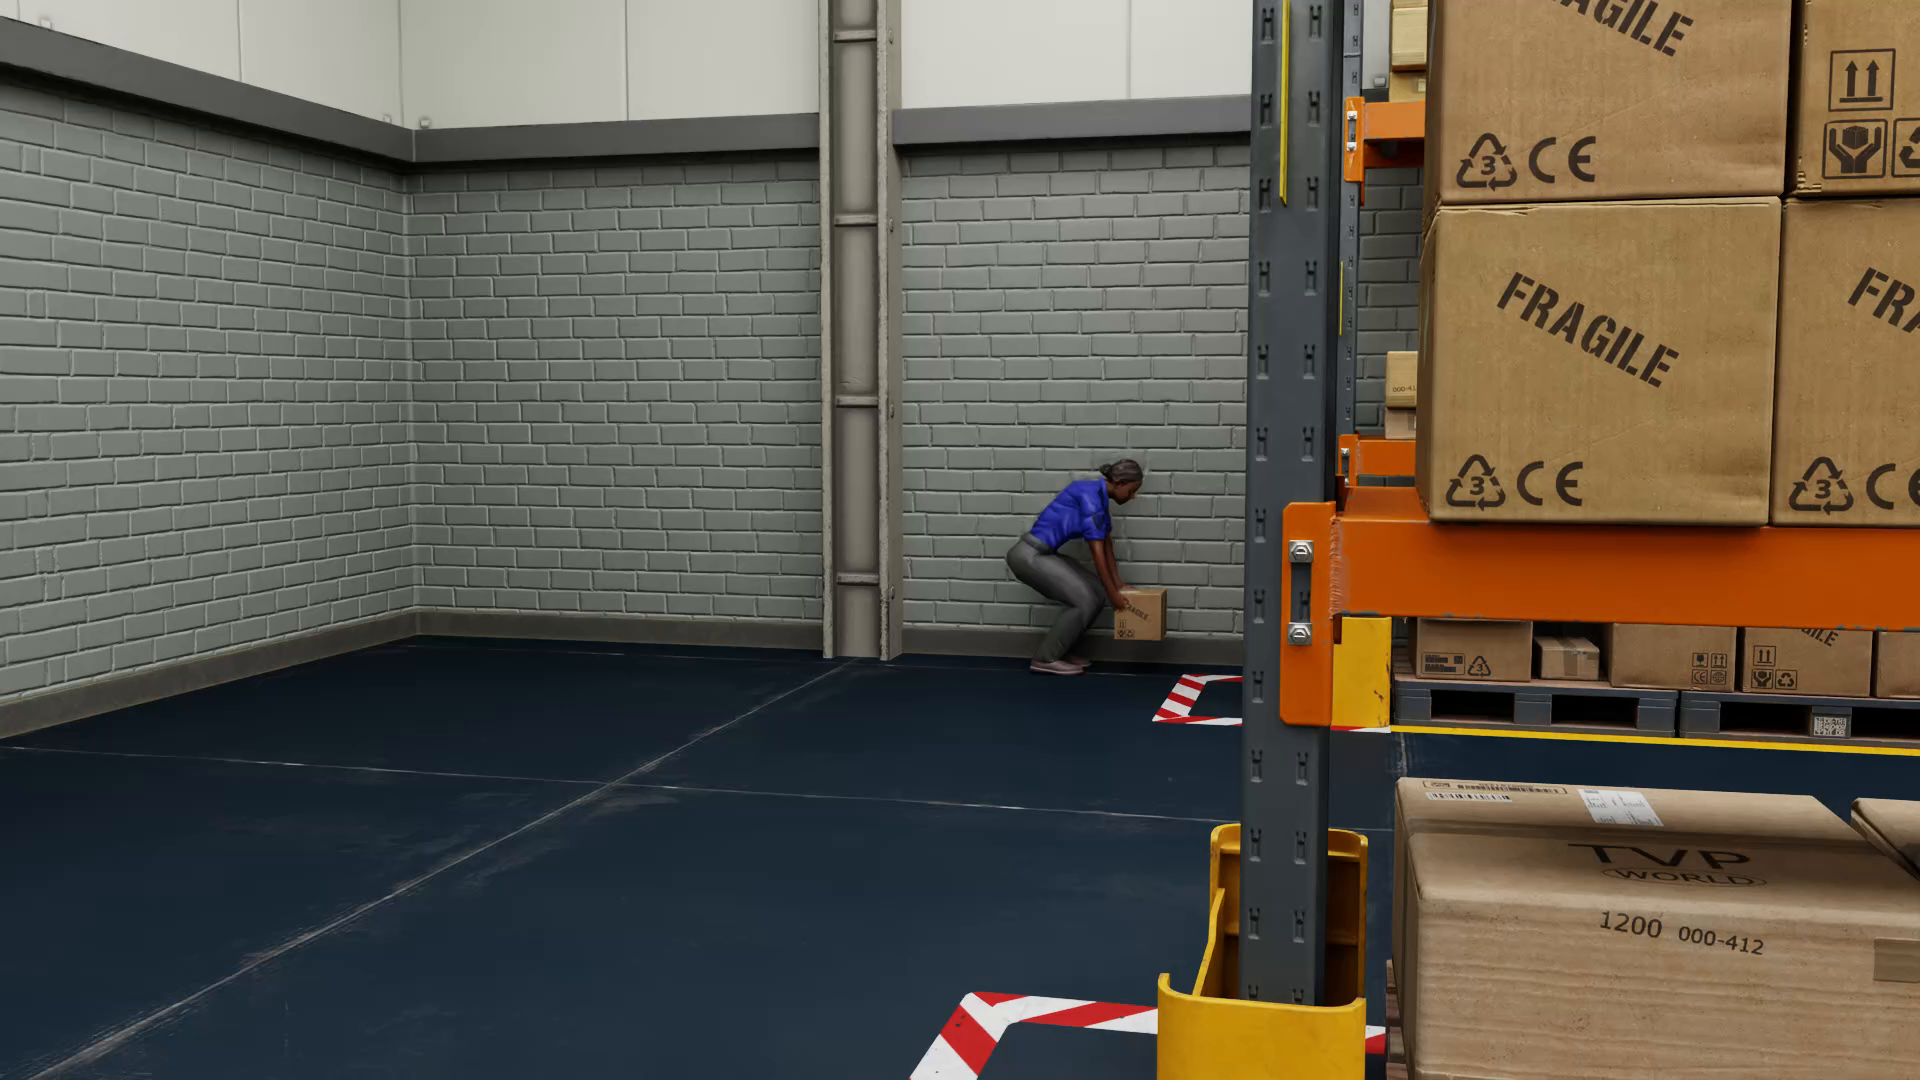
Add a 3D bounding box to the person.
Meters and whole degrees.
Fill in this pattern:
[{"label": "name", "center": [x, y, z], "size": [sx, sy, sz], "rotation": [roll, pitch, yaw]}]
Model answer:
[{"label": "person", "center": [0.632, 0.138, 9.098], "size": [0.726, 1.168, 0.501], "rotation": [1, 5, 13]}]
